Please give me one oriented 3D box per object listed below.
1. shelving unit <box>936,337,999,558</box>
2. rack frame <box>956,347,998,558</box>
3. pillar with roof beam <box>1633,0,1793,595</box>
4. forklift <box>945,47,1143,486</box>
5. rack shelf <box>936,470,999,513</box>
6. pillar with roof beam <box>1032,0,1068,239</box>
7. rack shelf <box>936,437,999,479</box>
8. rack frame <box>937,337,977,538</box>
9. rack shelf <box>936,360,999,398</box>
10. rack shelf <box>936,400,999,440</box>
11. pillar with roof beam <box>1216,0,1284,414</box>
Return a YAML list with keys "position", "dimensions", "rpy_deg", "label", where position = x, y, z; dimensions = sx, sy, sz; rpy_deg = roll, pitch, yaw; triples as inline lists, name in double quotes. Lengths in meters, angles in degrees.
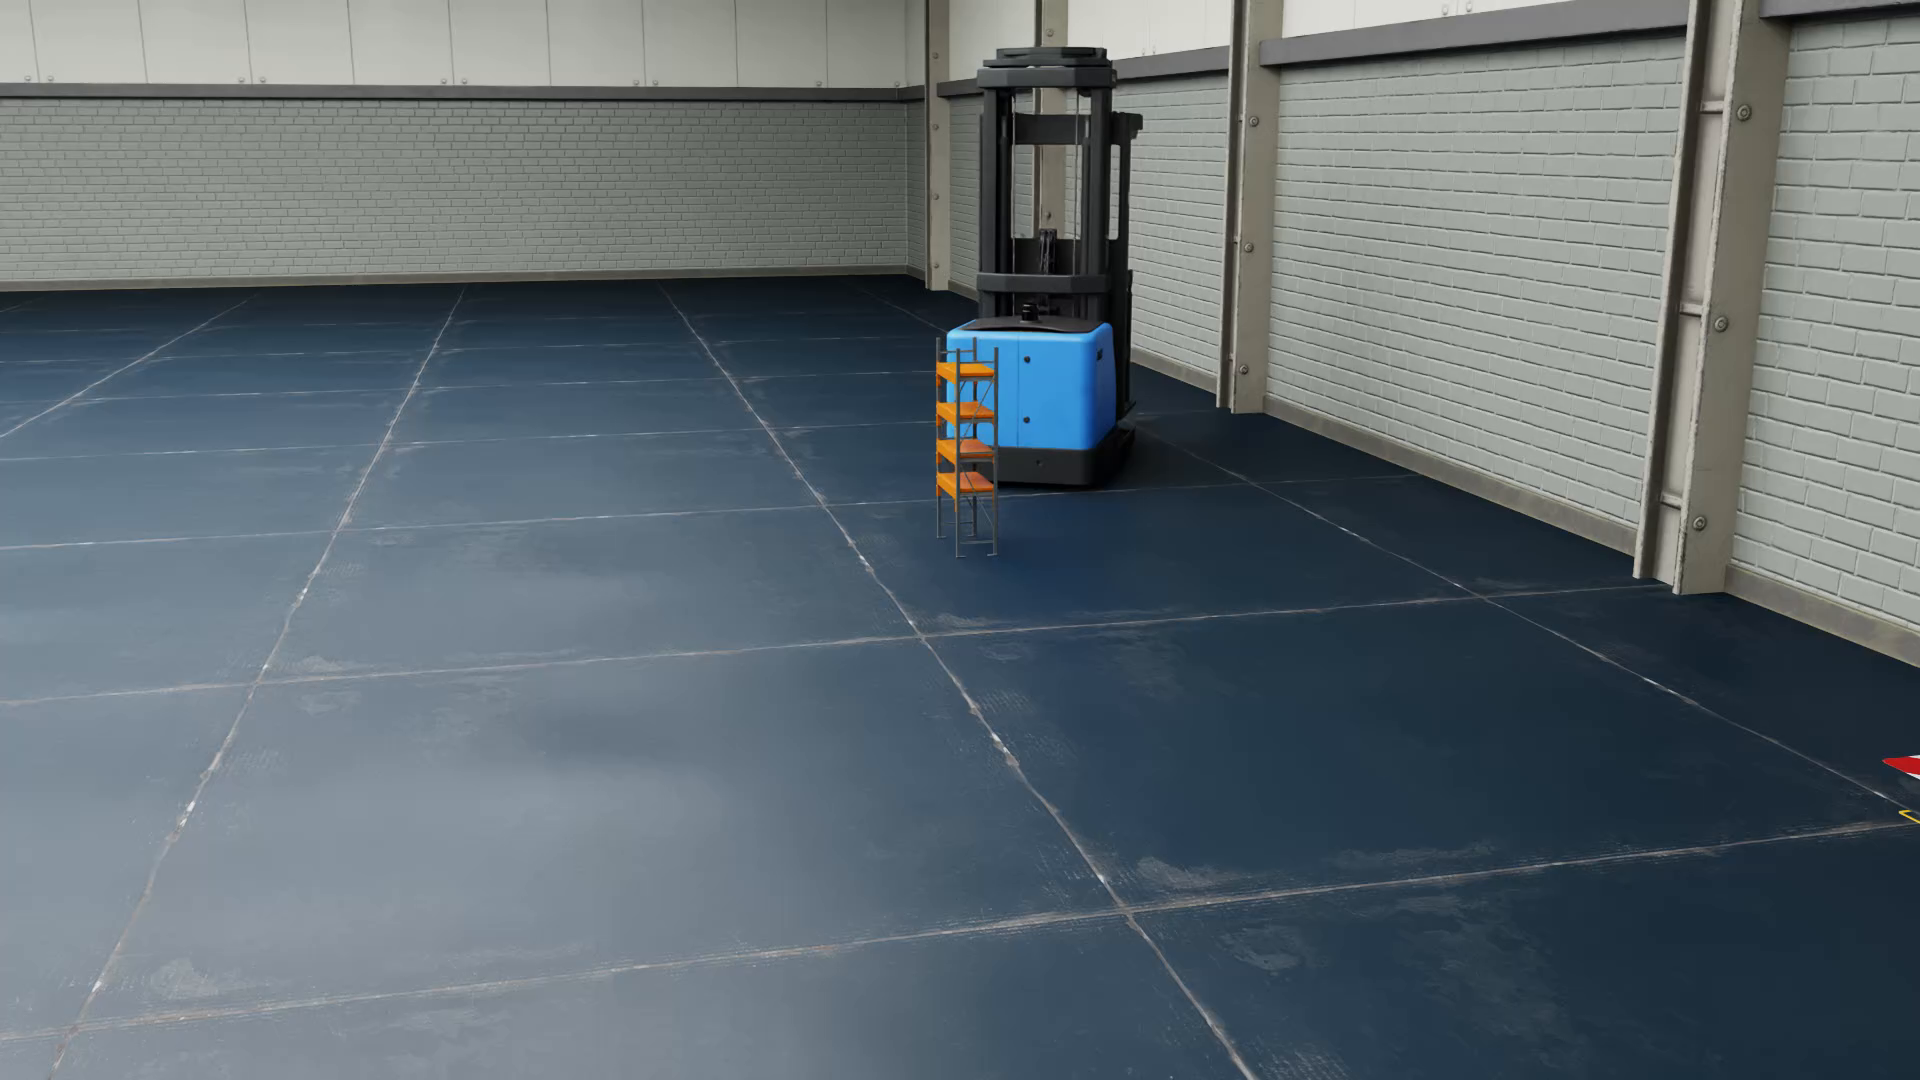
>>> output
- position: [0.039, -0.545, 9.628]
  dimensions: [0.258, 1.200, 0.503]
  rpy_deg: [-3, 14, -13]
  label: "shelving unit"
- position: [0.096, -0.488, 9.398]
  dimensions: [0.240, 1.200, 0.015]
  rpy_deg: [-3, 14, -13]
  label: "rack frame"
- position: [-0.303, -3.897, 6.918]
  dimensions: [9.100, 9.000, 0.400]
  rpy_deg: [-3, 14, -13]
  label: "pillar with roof beam"
- position: [0.733, -2.093, 12.319]
  dimensions: [1.130, 2.935, 3.031]
  rpy_deg: [3, 14, 13]
  label: "forklift"
- position: [0.039, -0.286, 9.691]
  dimensions: [0.258, 0.148, 0.480]
  rpy_deg: [-3, 14, -13]
  label: "rack shelf"
- position: [-3.121, -6.665, 18.249]
  dimensions: [9.100, 9.000, 0.400]
  rpy_deg: [-3, 14, -13]
  label: "pillar with roof beam"
- position: [0.039, -0.479, 9.644]
  dimensions: [0.258, 0.148, 0.480]
  rpy_deg: [-3, 14, -13]
  label: "rack shelf"
- position: [-0.018, -0.601, 9.859]
  dimensions: [0.240, 1.200, 0.015]
  rpy_deg: [-3, 14, -13]
  label: "rack frame"
- position: [0.039, -0.926, 9.535]
  dimensions: [0.258, 0.148, 0.480]
  rpy_deg: [-3, 14, -13]
  label: "rack shelf"
- position: [0.039, -0.697, 9.591]
  dimensions: [0.258, 0.148, 0.480]
  rpy_deg: [-3, 14, -13]
  label: "rack shelf"
- position: [-1.712, -5.281, 12.583]
  dimensions: [9.100, 9.000, 0.400]
  rpy_deg: [-3, 14, -13]
  label: "pillar with roof beam"
